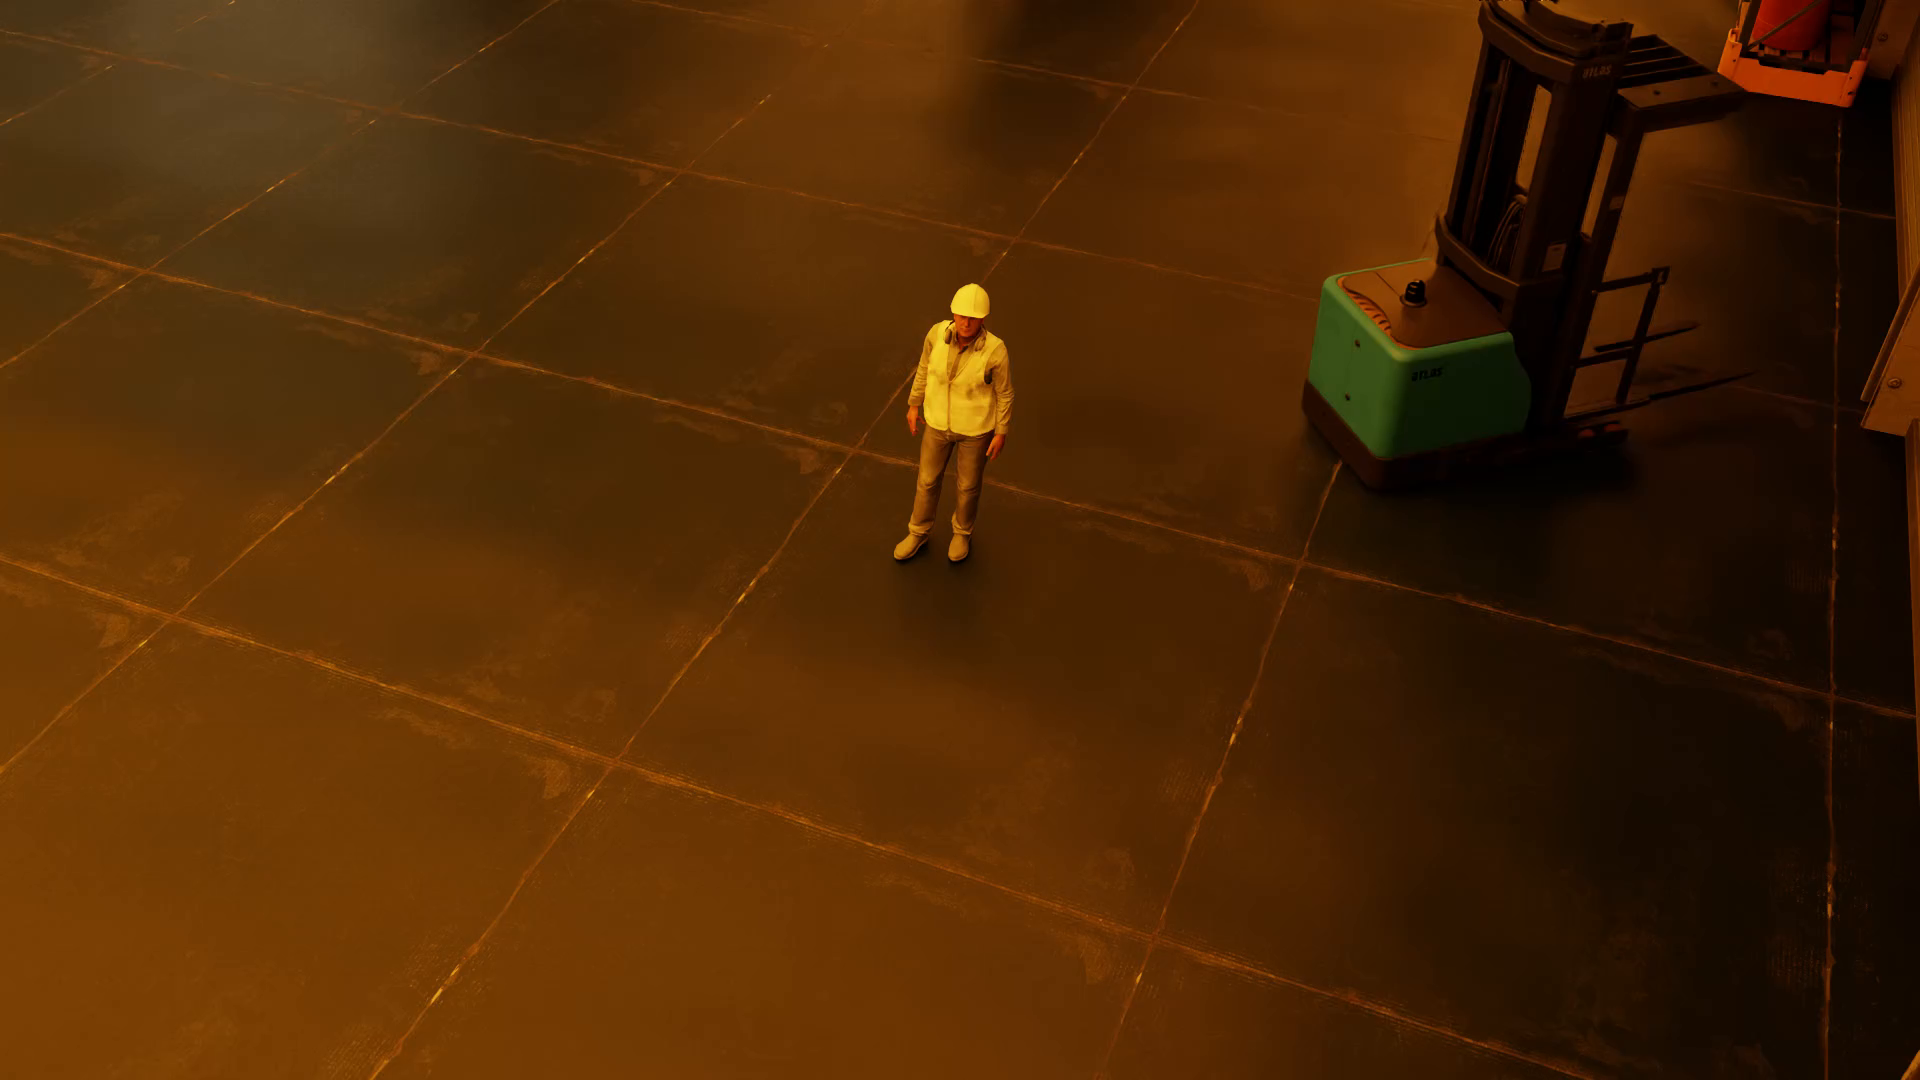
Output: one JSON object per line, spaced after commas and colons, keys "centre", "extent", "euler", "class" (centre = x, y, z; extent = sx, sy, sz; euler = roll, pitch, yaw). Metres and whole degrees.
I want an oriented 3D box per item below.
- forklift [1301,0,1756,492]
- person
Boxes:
{"centre": [3.881, -1.997, 10.392], "extent": [3.031, 2.935, 1.130], "euler": [-12, 41, -14], "class": "forklift"}
{"centre": [-0.031, -0.651, 9.674], "extent": [0.632, 1.773, 0.568], "euler": [15, 42, 17], "class": "person"}
